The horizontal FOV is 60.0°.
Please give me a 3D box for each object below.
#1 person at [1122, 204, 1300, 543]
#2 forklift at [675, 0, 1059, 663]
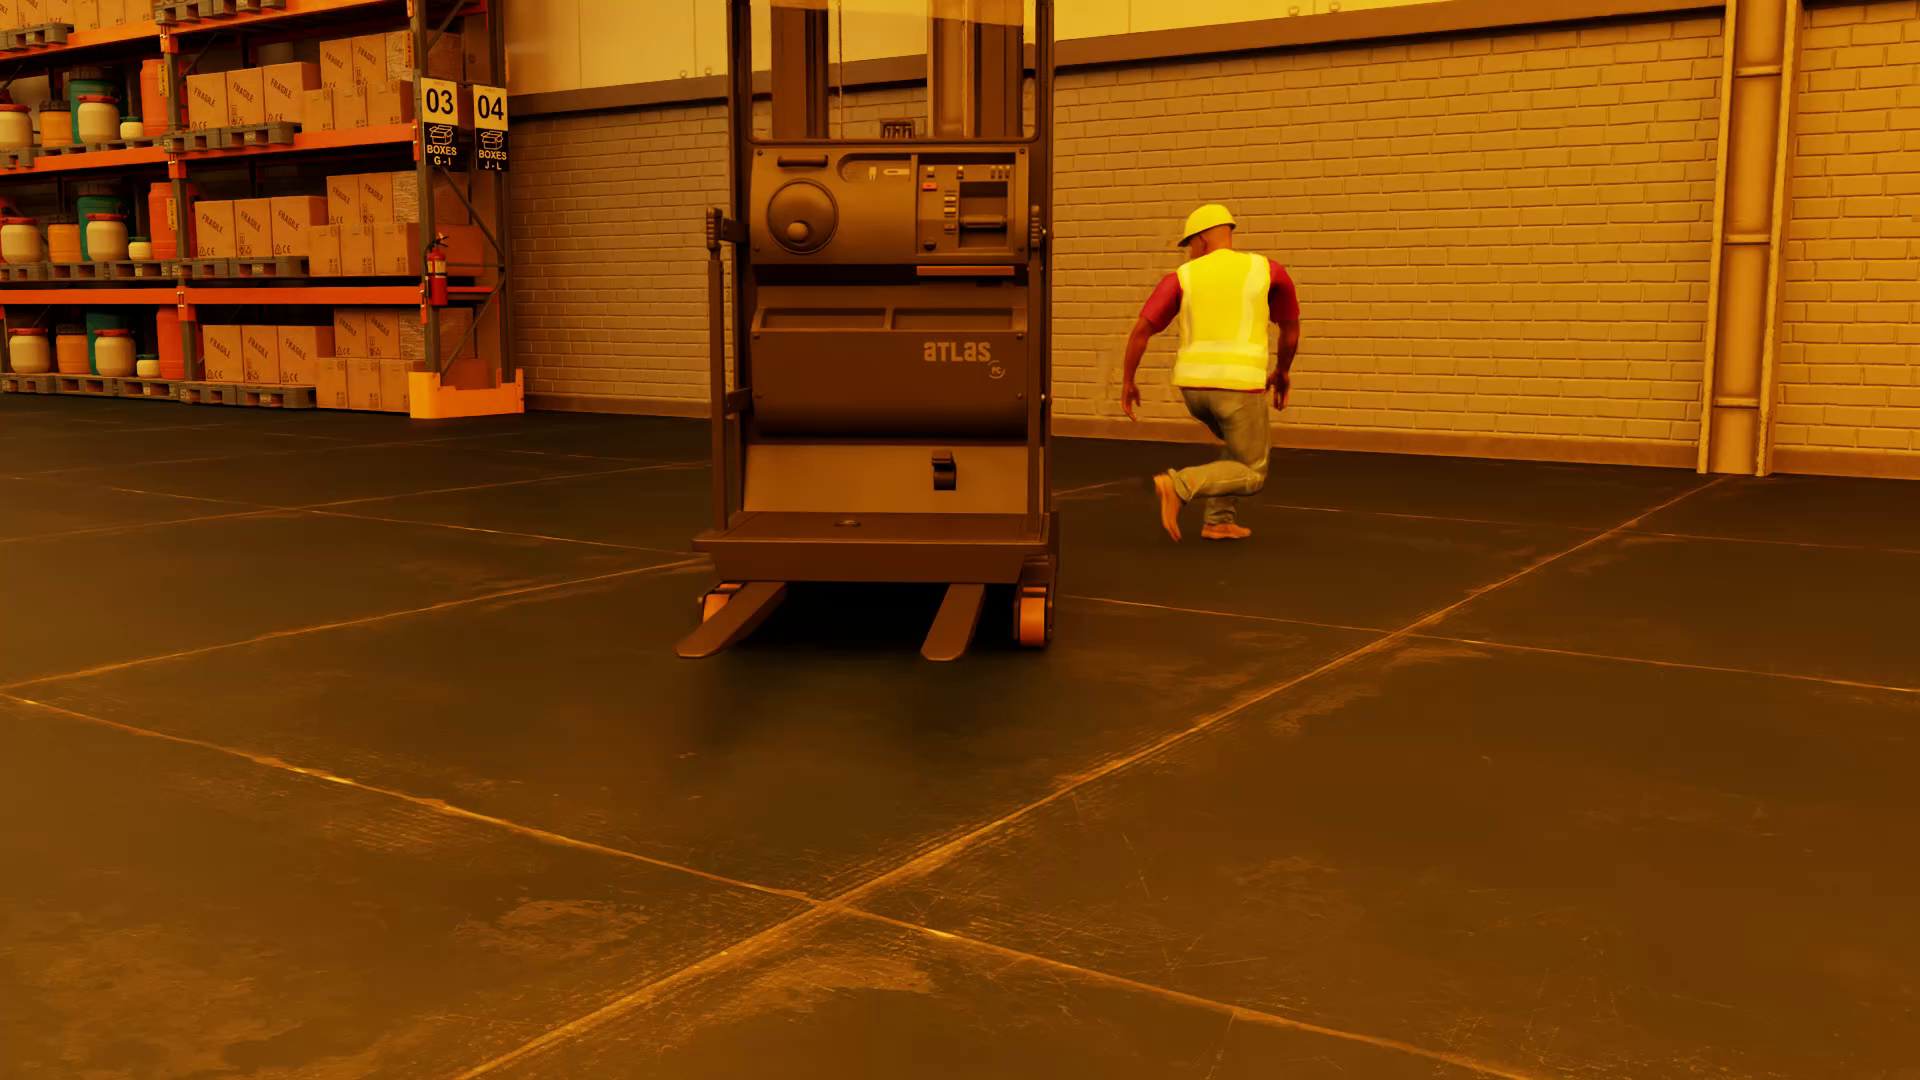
[{"bbox_3d":[1.115,-0.750,7.553,0.680,1.542,0.833,7,11,39],"label":"person"},{"bbox_3d":[-0.247,-1.158,5.339,1.130,2.935,3.031,1,8,4],"label":"forklift"}]
